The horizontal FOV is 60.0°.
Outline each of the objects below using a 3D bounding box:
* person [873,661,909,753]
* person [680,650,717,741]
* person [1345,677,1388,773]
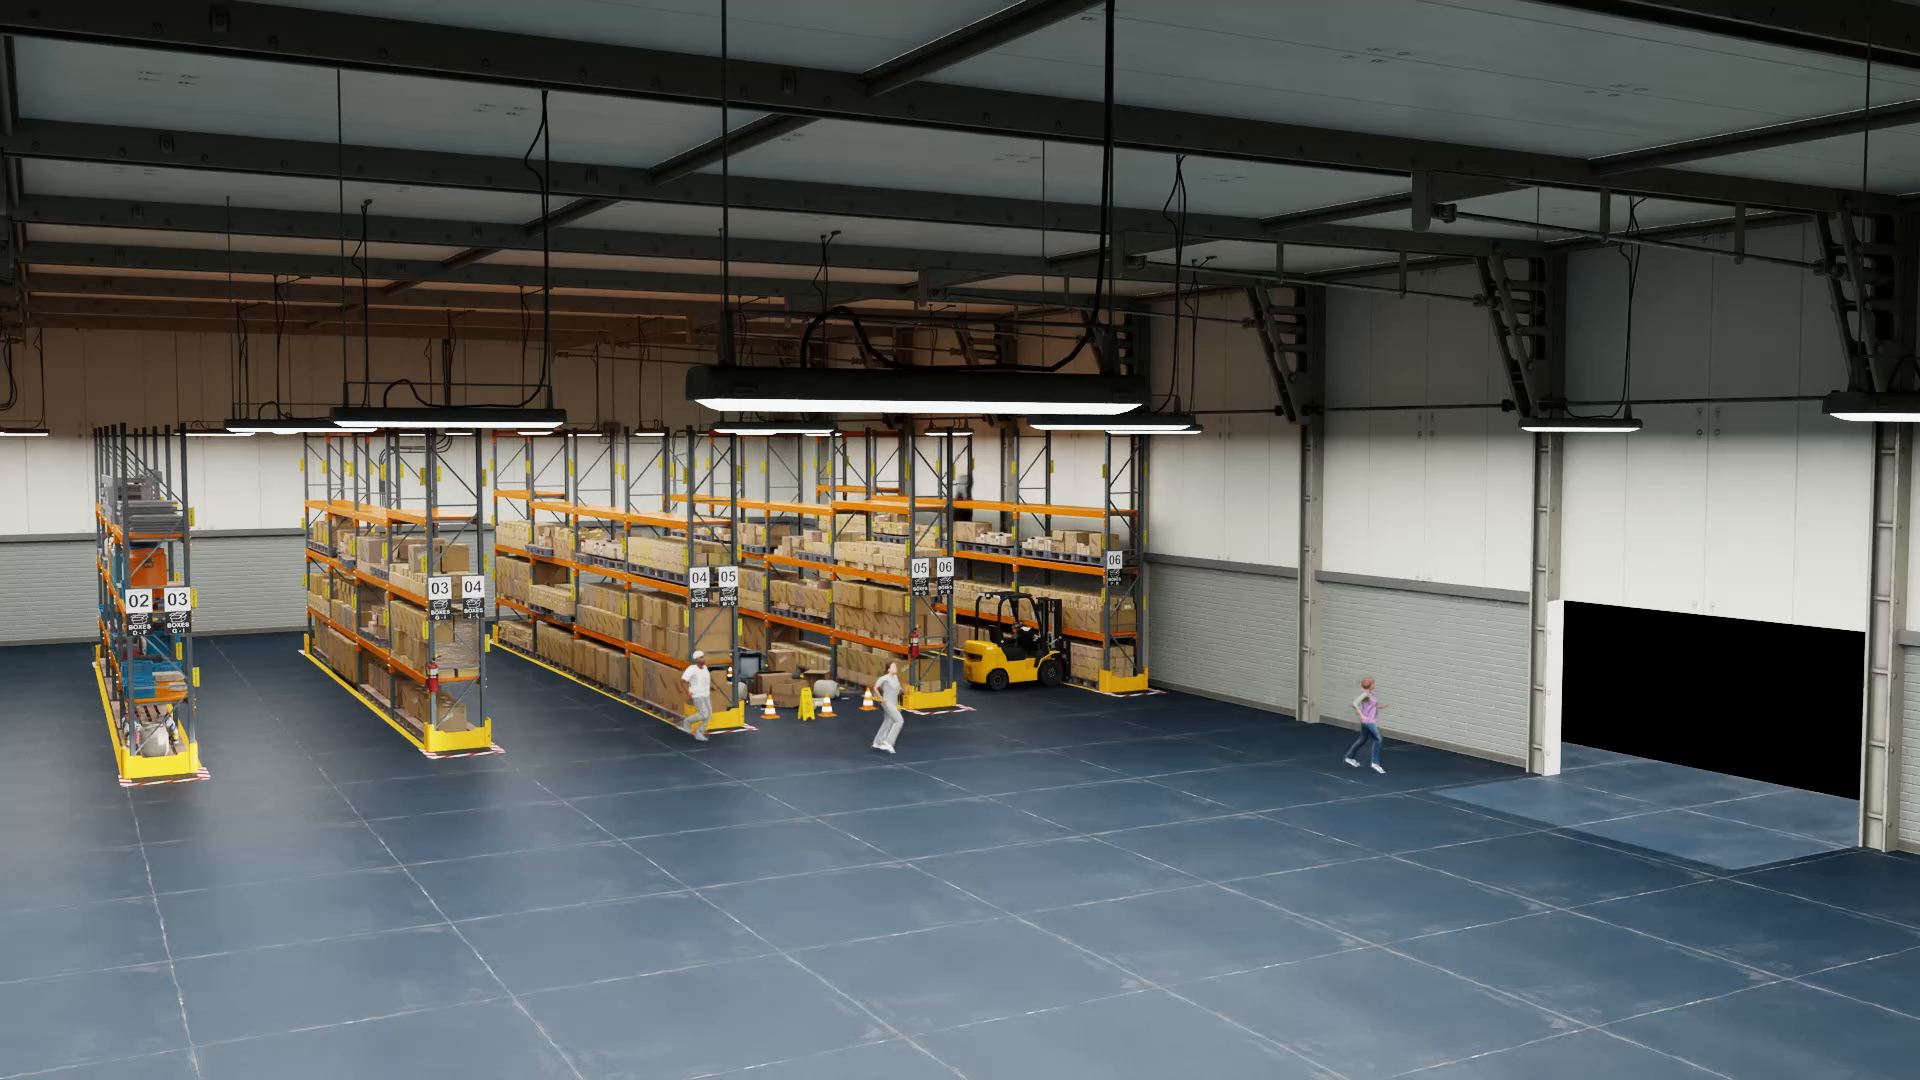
[{"bbox_3d":[-1.266,3.056,30.479,0.697,1.695,0.538,1,4,21],"label":"person"},{"bbox_3d":[-4.954,2.956,31.619,0.590,1.719,0.715,2,4,30],"label":"person"},{"bbox_3d":[7.012,3.181,28.667,0.728,1.646,0.507,1,4,16],"label":"person"}]
